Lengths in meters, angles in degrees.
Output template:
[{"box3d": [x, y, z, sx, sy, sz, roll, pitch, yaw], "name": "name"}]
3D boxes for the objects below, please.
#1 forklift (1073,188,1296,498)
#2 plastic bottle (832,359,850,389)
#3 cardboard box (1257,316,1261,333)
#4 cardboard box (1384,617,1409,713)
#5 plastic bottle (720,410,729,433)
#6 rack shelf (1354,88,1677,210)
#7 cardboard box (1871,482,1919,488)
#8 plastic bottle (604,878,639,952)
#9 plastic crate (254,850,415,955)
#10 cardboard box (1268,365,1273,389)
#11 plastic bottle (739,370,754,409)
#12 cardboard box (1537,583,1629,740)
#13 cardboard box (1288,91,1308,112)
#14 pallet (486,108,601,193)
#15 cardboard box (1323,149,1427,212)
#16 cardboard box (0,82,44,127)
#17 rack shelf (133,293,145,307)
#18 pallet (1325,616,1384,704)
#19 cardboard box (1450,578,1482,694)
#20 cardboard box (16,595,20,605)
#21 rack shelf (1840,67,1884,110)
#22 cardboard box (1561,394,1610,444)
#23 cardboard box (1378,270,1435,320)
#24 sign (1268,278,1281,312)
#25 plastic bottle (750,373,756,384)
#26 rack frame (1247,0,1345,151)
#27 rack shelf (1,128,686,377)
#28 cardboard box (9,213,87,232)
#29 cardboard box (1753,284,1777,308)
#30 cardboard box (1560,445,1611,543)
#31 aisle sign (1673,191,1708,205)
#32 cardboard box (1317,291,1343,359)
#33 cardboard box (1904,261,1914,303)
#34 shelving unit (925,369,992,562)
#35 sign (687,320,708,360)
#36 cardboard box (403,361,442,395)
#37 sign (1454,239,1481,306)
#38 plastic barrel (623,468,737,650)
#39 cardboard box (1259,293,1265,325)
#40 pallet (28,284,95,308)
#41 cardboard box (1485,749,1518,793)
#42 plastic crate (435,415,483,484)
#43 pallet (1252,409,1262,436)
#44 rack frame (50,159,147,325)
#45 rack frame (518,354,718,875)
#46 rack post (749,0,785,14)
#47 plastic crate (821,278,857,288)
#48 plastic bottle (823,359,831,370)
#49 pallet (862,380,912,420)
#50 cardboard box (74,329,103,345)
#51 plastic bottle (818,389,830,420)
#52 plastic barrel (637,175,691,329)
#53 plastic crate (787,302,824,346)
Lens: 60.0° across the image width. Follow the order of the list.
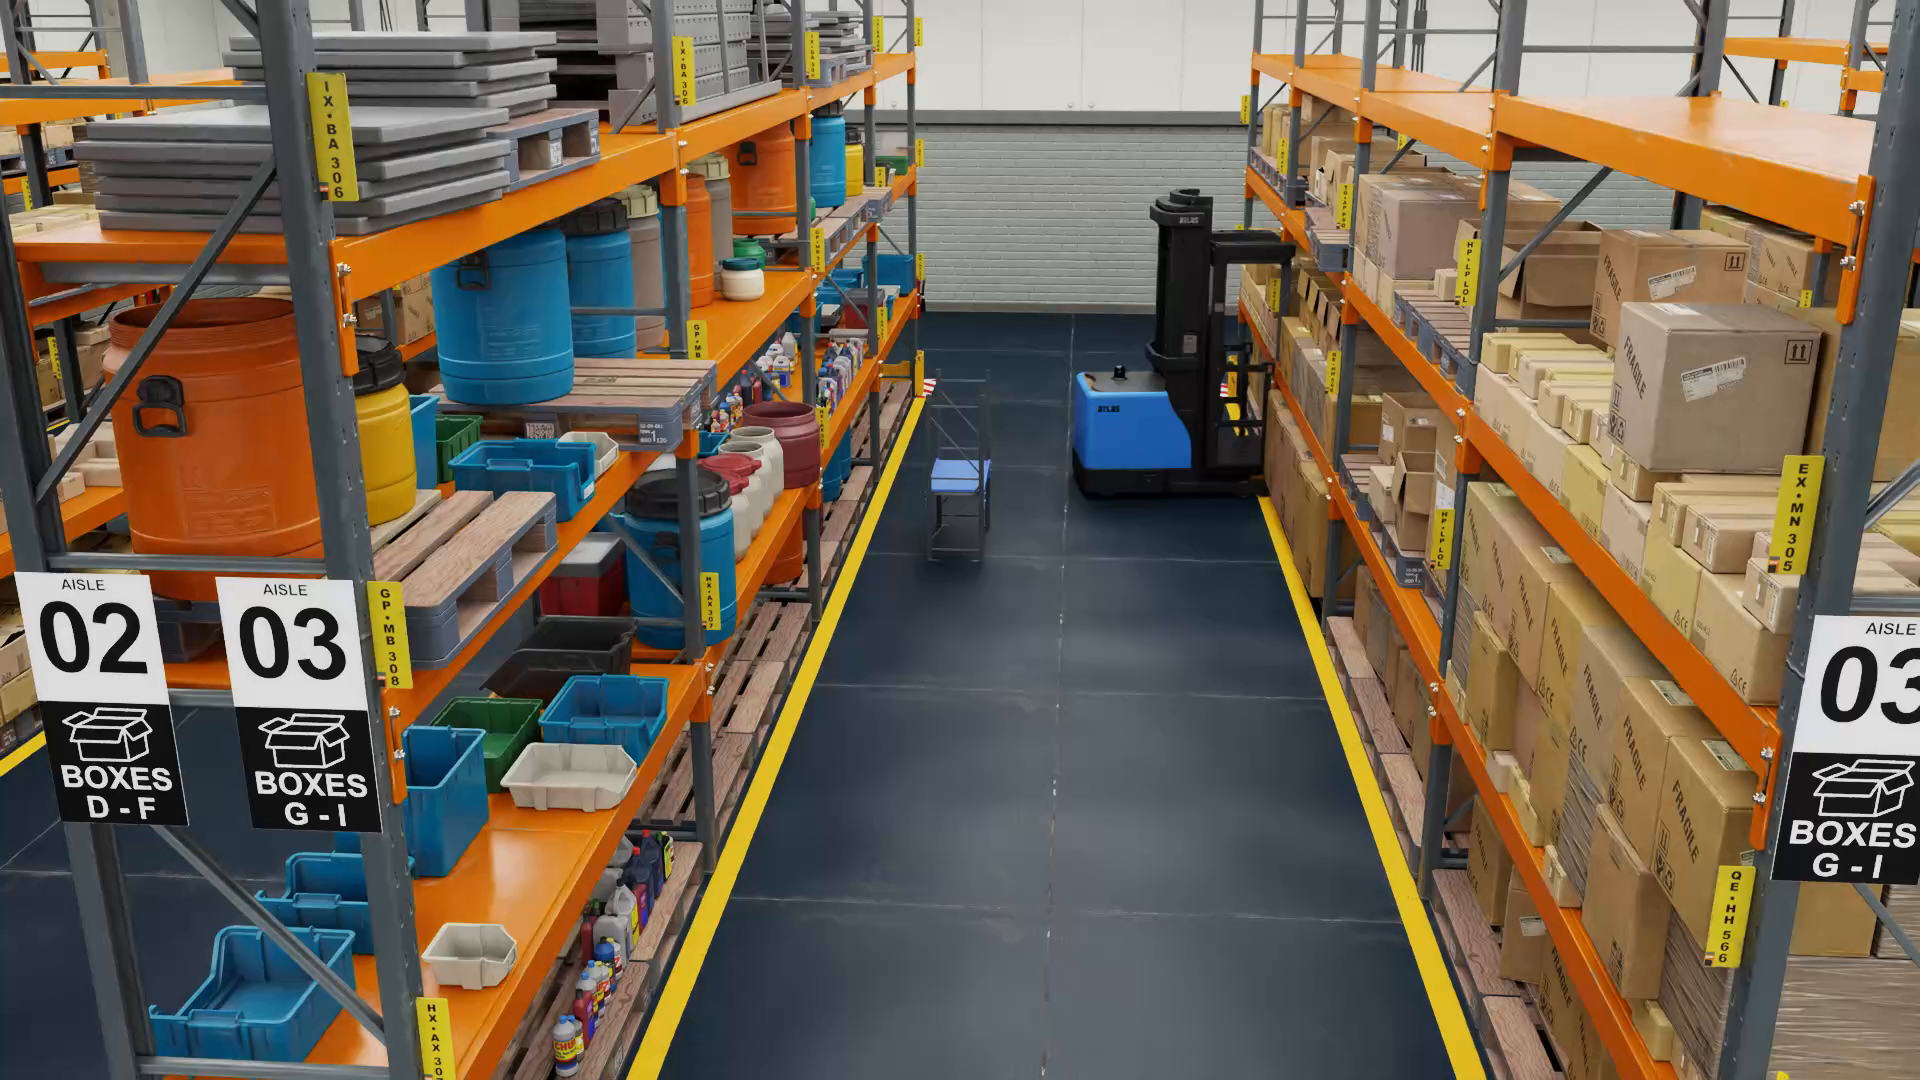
[{"box3d": [2.709, -1.975, 16.571, 3.031, 2.935, 1.130, -1, 18, -3], "name": "forklift"}, {"box3d": [-1.100, -1.537, 15.322, 0.152, 0.276, 0.135, 1, 18, 4], "name": "plastic bottle"}, {"box3d": [3.405, -2.309, 17.882, 0.380, 0.149, 0.250, 1, 18, 3], "name": "cardboard box"}, {"box3d": [3.242, 0.852, 11.141, 0.700, 0.500, 0.500, 3, 18, 9], "name": "cardboard box"}, {"box3d": [-1.956, -0.973, 13.722, 0.097, 0.201, 0.097, 0, 18, 0], "name": "plastic bottle"}, {"box3d": [3.188, -2.382, 9.866, 1.077, 0.370, 4.000, 1, 18, 4], "name": "rack shelf"}, {"box3d": [3.130, -0.142, 5.649, 0.380, 0.149, 0.250, 1, 18, 4], "name": "cardboard box"}, {"box3d": [-1.691, 1.863, 8.294, 0.144, 0.351, 0.185, 1, 18, 4], "name": "plastic bottle"}, {"box3d": [-2.393, 1.397, 6.409, 0.499, 0.251, 0.408, 1, 18, 4], "name": "plastic crate"}, {"box3d": [3.810, -1.599, 18.052, 0.875, 0.875, 0.875, 1, 18, 4], "name": "cardboard box"}, {"box3d": [-1.871, -1.310, 14.511, 0.144, 0.351, 0.185, 1, 18, 4], "name": "plastic bottle"}, {"box3d": [2.663, 0.494, 6.681, 0.500, 0.500, 0.500, 1, 18, 4], "name": "cardboard box"}, {"box3d": [3.750, -4.618, 17.510, 0.500, 0.250, 0.500, 1, 18, 2], "name": "cardboard box"}, {"box3d": [-2.012, -1.487, 6.283, 1.003, 0.211, 1.213, 1, 18, 4], "name": "pallet"}, {"box3d": [3.456, -2.993, 13.911, 0.797, 0.503, 0.637, 1, 18, 3], "name": "cardboard box"}, {"box3d": [-10.773, -4.908, 18.794, 0.500, 0.500, 0.500, 0, 18, 1], "name": "cardboard box"}, {"box3d": [-11.060, -2.538, 19.333, 1.077, 0.370, 4.000, 1, 18, 4], "name": "rack shelf"}, {"box3d": [3.274, 0.883, 12.215, 1.003, 0.211, 1.213, 1, 18, 4], "name": "pallet"}, {"box3d": [2.950, 0.507, 8.246, 0.875, 0.500, 0.500, 1, 18, 4], "name": "cardboard box"}, {"box3d": [-6.411, 0.420, 11.991, 0.500, 0.311, 0.500, 1, 18, 4], "name": "cardboard box"}, {"box3d": [8.415, -3.482, 13.224, 1.077, 0.370, 4.000, 1, 18, 4], "name": "rack shelf"}, {"box3d": [2.658, -0.486, 6.699, 0.380, 0.149, 0.250, 1, 18, 3], "name": "cardboard box"}, {"box3d": [2.979, -1.579, 10.675, 0.500, 0.250, 0.500, 2, 18, 5], "name": "cardboard box"}, {"box3d": [3.064, -2.388, 16.202, 0.100, 0.325, 0.005, 1, 18, 4], "name": "sign"}, {"box3d": [-1.840, -1.327, 14.671, 0.061, 0.283, 0.133, 1, 18, 4], "name": "plastic bottle"}, {"box3d": [3.905, -6.020, 19.170, 1.000, 3.000, 0.127, 1, 18, 4], "name": "rack frame"}, {"box3d": [-2.039, -1.251, 6.412, 1.077, 0.370, 4.000, 1, 18, 4], "name": "rack shelf"}, {"box3d": [-6.545, -2.155, 11.759, 0.500, 0.250, 0.500, 2, 18, 5], "name": "cardboard box"}, {"box3d": [8.349, -2.291, 16.787, 0.500, 0.500, 0.500, 1, 18, 2], "name": "cardboard box"}, {"box3d": [2.648, -0.180, 6.405, 0.500, 0.250, 0.500, 1, 18, 3], "name": "cardboard box"}, {"box3d": [8.551, -4.292, 19.356, 0.394, 0.787, 0.004, 1, 18, 4], "name": "aisle sign"}, {"box3d": [3.491, -1.846, 14.295, 0.797, 0.503, 0.637, 2, 18, 6], "name": "cardboard box"}, {"box3d": [8.833, -2.583, 16.073, 0.500, 0.500, 0.500, 2, 18, 5], "name": "cardboard box"}, {"box3d": [-0.006, -0.686, 14.936, 0.538, 1.500, 1.048, 1, 18, 4], "name": "shelving unit"}, {"box3d": [-1.348, -0.967, 8.551, 0.100, 0.325, 0.005, 1, 18, 4], "name": "sign"}, {"box3d": [-6.133, -1.755, 19.093, 0.797, 0.503, 0.637, 1, 18, 4], "name": "cardboard box"}, {"box3d": [2.491, -1.312, 8.156, 0.100, 0.325, 0.005, 1, 18, 4], "name": "sign"}, {"box3d": [-1.566, 0.096, 9.335, 0.600, 0.901, 0.708, 1, 18, 4], "name": "plastic barrel"}, {"box3d": [3.459, -2.459, 17.701, 0.500, 0.250, 0.500, 2, 18, 5], "name": "cardboard box"}, {"box3d": [-6.586, -1.682, 11.053, 1.003, 0.211, 1.213, 2, 18, 6], "name": "pallet"}, {"box3d": [2.640, 1.047, 7.639, 0.380, 0.149, 0.250, 1, 18, 4], "name": "cardboard box"}, {"box3d": [-2.280, -0.393, 7.157, 0.336, 0.188, 0.450, 1, 18, 4], "name": "plastic crate"}, {"box3d": [3.835, -1.216, 18.622, 1.003, 0.211, 1.213, 1, 18, 4], "name": "pallet"}, {"box3d": [-10.917, -3.501, 21.117, 1.000, 3.000, 0.127, 1, 18, 4], "name": "rack frame"}, {"box3d": [-1.896, 0.447, 9.068, 1.000, 3.000, 0.127, 1, 18, 4], "name": "rack frame"}, {"box3d": [-1.651, -4.135, 12.590, 0.624, 0.289, 0.986, 1, 18, 4], "name": "rack post"}, {"box3d": [-1.429, -2.955, 19.623, 0.416, 0.233, 0.300, 1, 18, 4], "name": "plastic crate"}, {"box3d": [-1.226, -1.532, 15.314, 0.097, 0.271, 0.097, 0, 18, 0], "name": "plastic bottle"}, {"box3d": [-1.133, -1.699, 20.097, 1.003, 0.211, 1.213, 1, 18, 4], "name": "pallet"}, {"box3d": [-10.713, -2.478, 20.293, 0.380, 0.149, 0.250, 2, 18, 5], "name": "cardboard box"}, {"box3d": [-1.161, -1.153, 14.159, 0.097, 0.271, 0.097, 0, 18, 0], "name": "plastic bottle"}, {"box3d": [-1.982, -1.785, 10.259, 0.600, 0.901, 0.708, 1, 18, 4], "name": "plastic barrel"}, {"box3d": [-1.629, -2.211, 17.109, 0.392, 0.384, 0.575, 1, 18, 4], "name": "plastic crate"}]
